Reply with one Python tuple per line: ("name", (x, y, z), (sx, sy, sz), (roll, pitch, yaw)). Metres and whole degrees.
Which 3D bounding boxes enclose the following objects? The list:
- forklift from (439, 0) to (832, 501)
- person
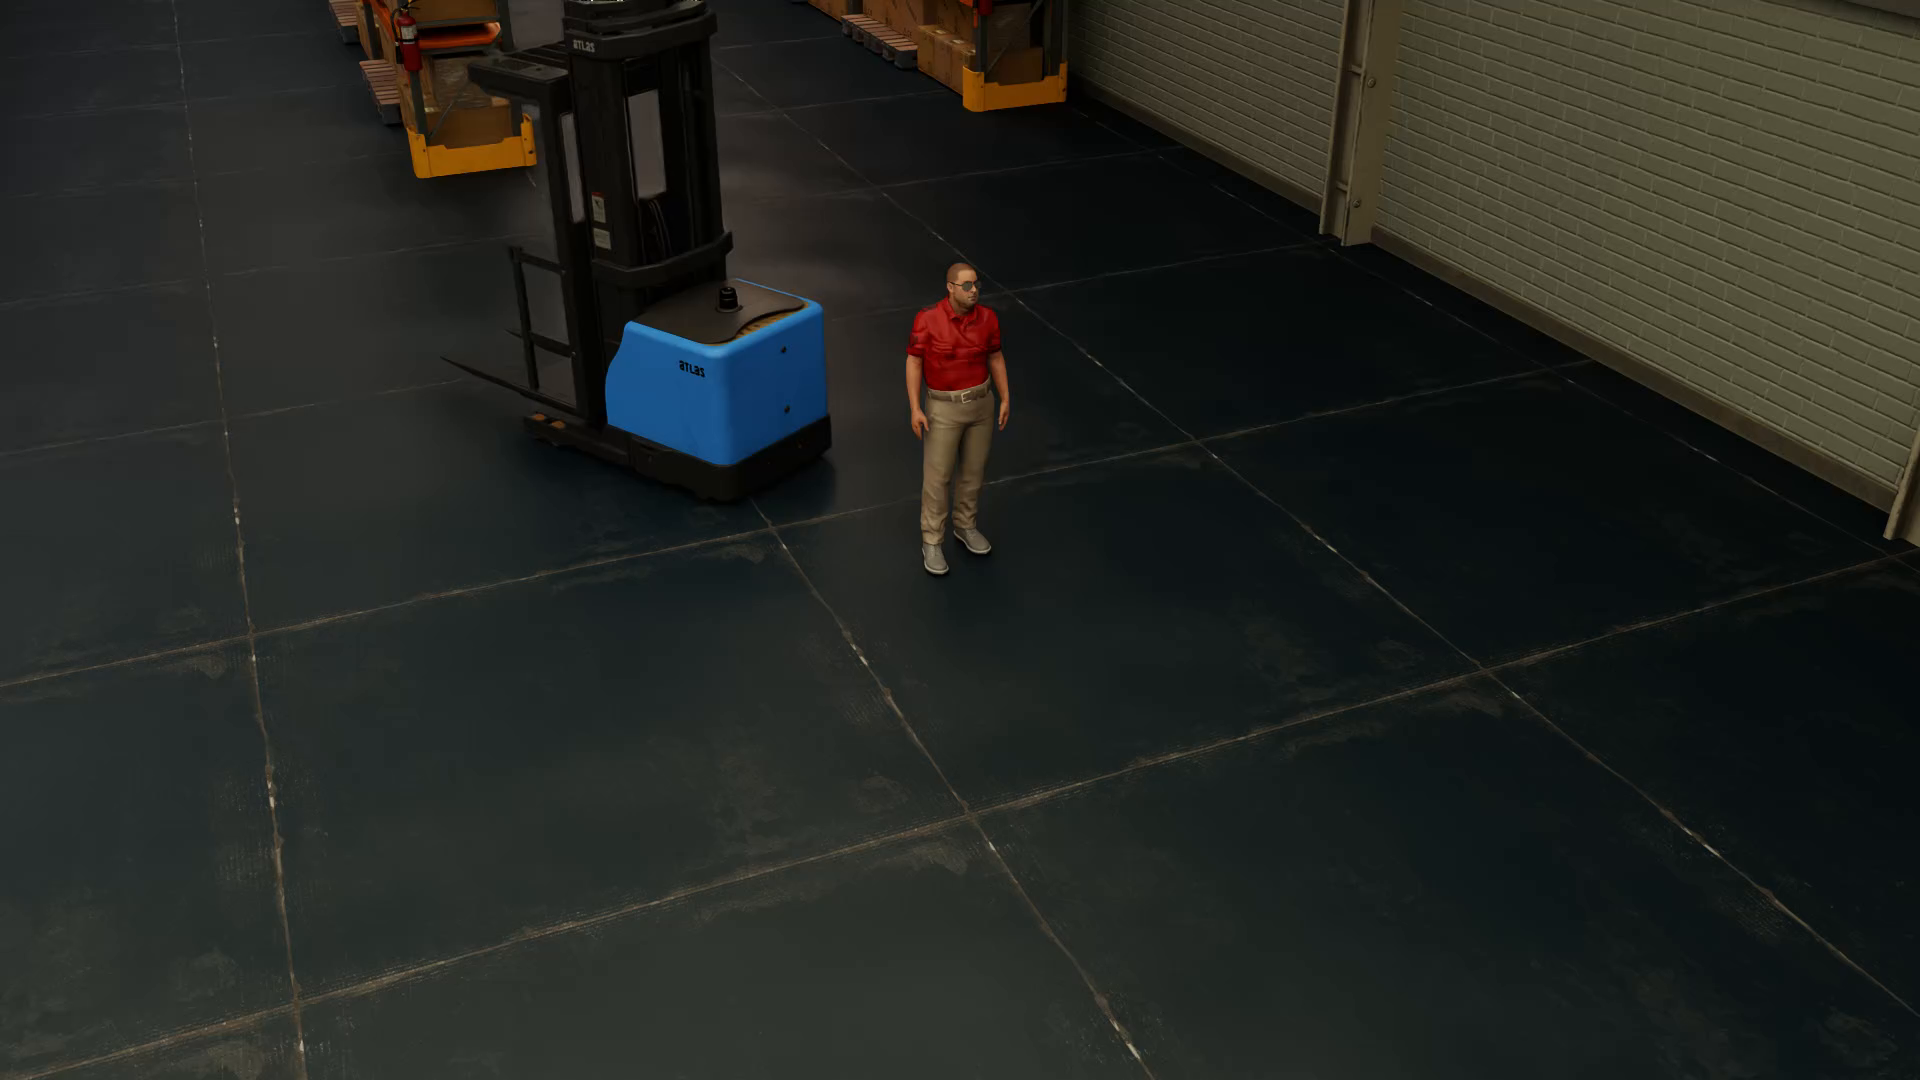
("forklift", (-2.335, -2.091, 10.777), (3.031, 2.935, 1.130), (20, 36, 31))
("person", (0.025, -0.713, 9.565), (0.640, 1.727, 0.551), (-12, 32, -20))
